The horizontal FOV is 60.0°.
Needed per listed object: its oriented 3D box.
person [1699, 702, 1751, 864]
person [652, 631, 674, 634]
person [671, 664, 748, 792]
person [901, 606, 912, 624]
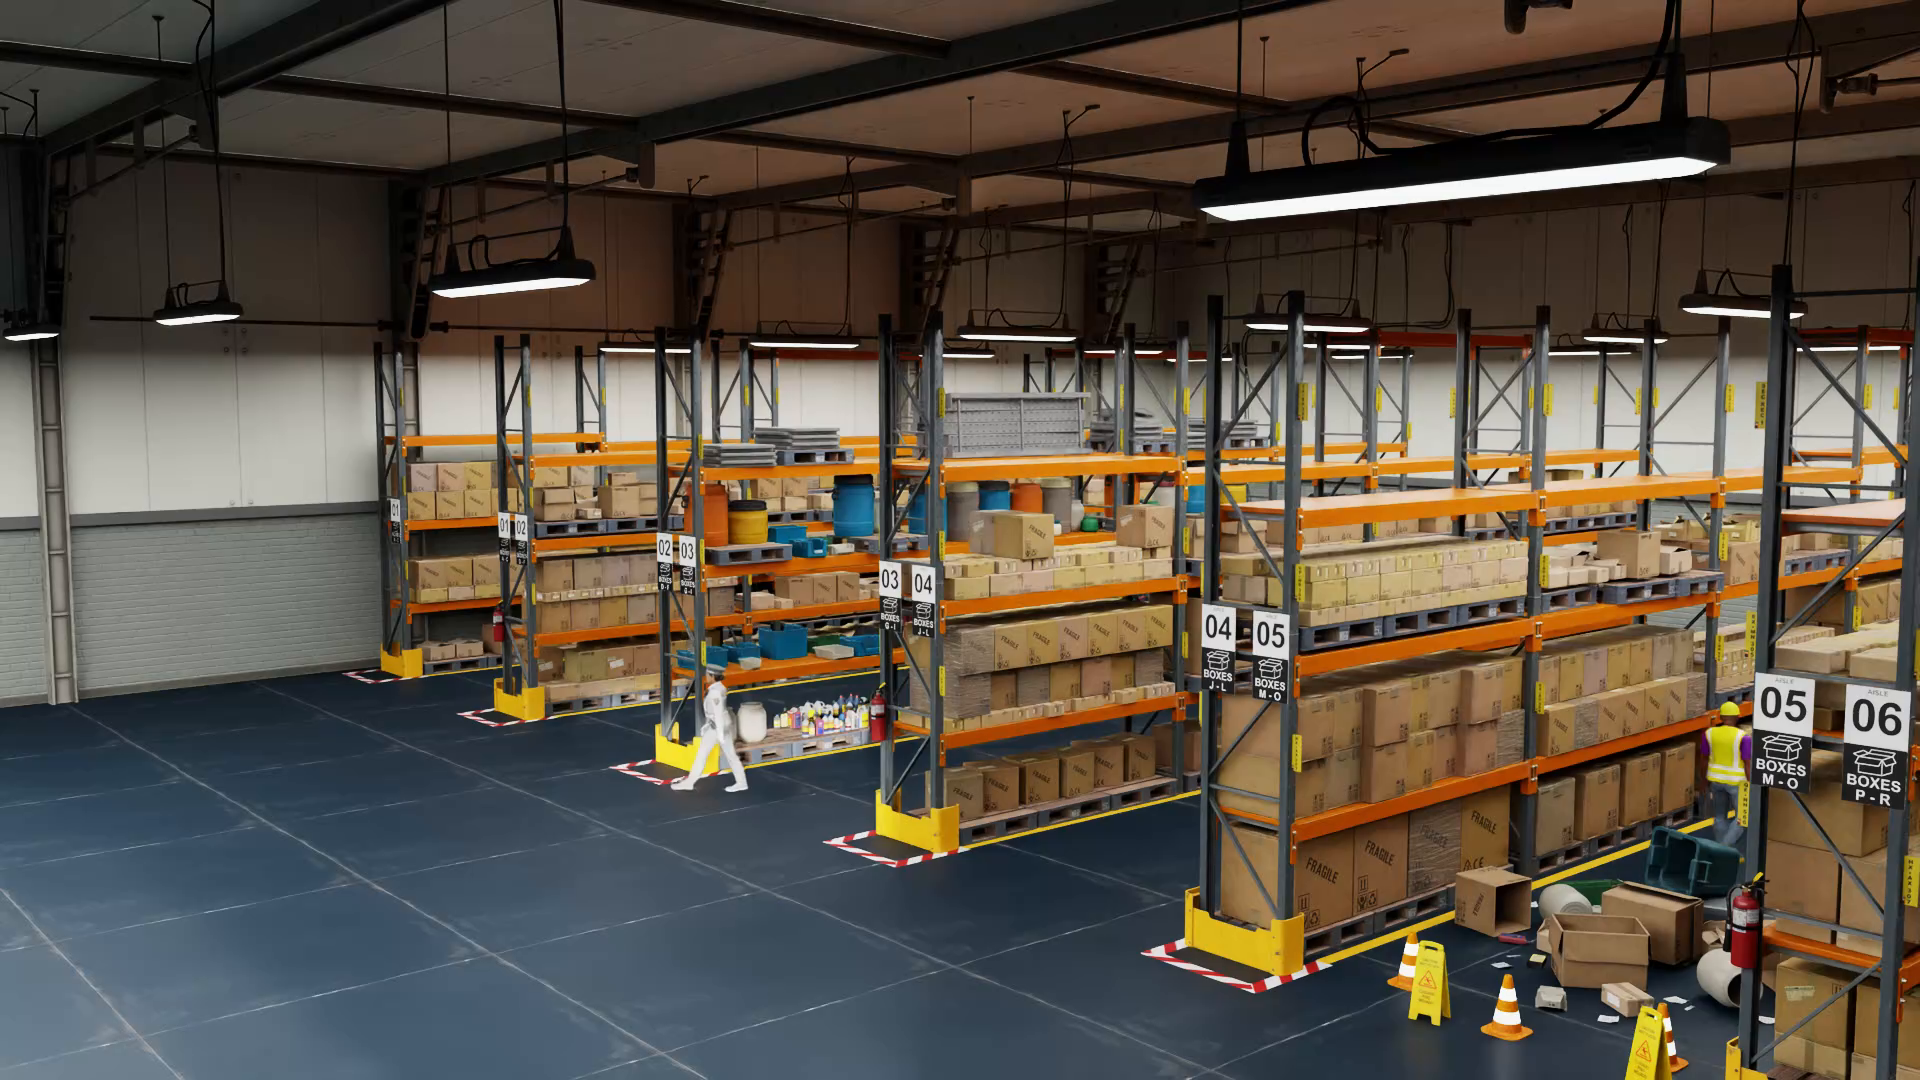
[{"bbox_3d":[8.353,2.645,18.119,0.548,1.765,0.594,-4,7,-40],"label":"person"},{"bbox_3d":[-5.689,1.477,31.503,0.540,1.626,0.543,-3,6,-27],"label":"person"},{"bbox_3d":[-3.184,2.392,21.242,0.942,1.635,0.518,1,5,10],"label":"person"},{"bbox_3d":[-1.127,1.160,34.838,0.459,1.676,0.489,-1,5,-9],"label":"person"}]
